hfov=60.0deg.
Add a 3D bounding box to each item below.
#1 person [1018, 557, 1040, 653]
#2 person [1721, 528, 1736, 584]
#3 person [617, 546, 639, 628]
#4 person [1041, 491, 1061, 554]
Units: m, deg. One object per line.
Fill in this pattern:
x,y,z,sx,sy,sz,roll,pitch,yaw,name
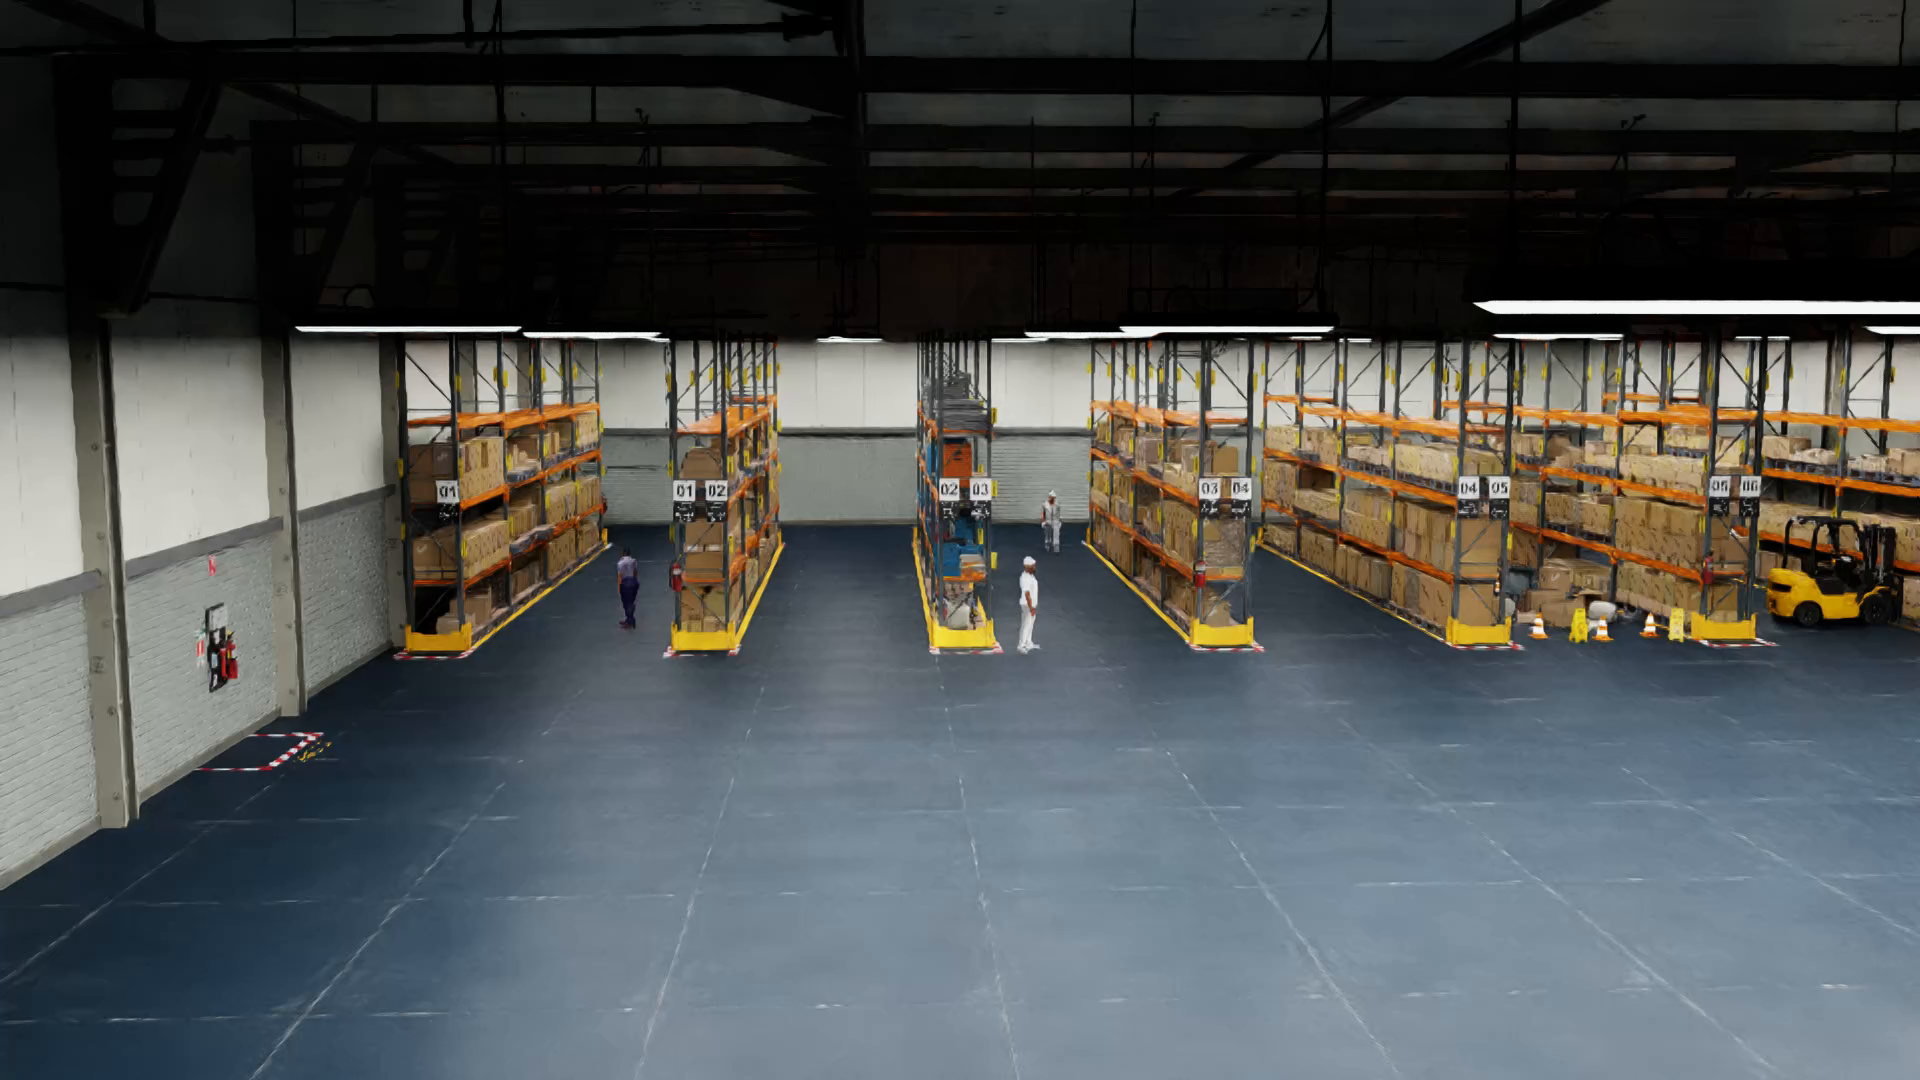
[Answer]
1.285,1.189,30.904,0.390,1.764,0.721,1,7,7,person
16.470,0.618,35.775,0.499,1.774,0.578,4,8,28,person
-6.755,0.934,33.664,0.556,1.644,0.597,3,7,26,person
2.498,-0.493,45.440,0.553,1.709,1.123,0,7,-1,person
